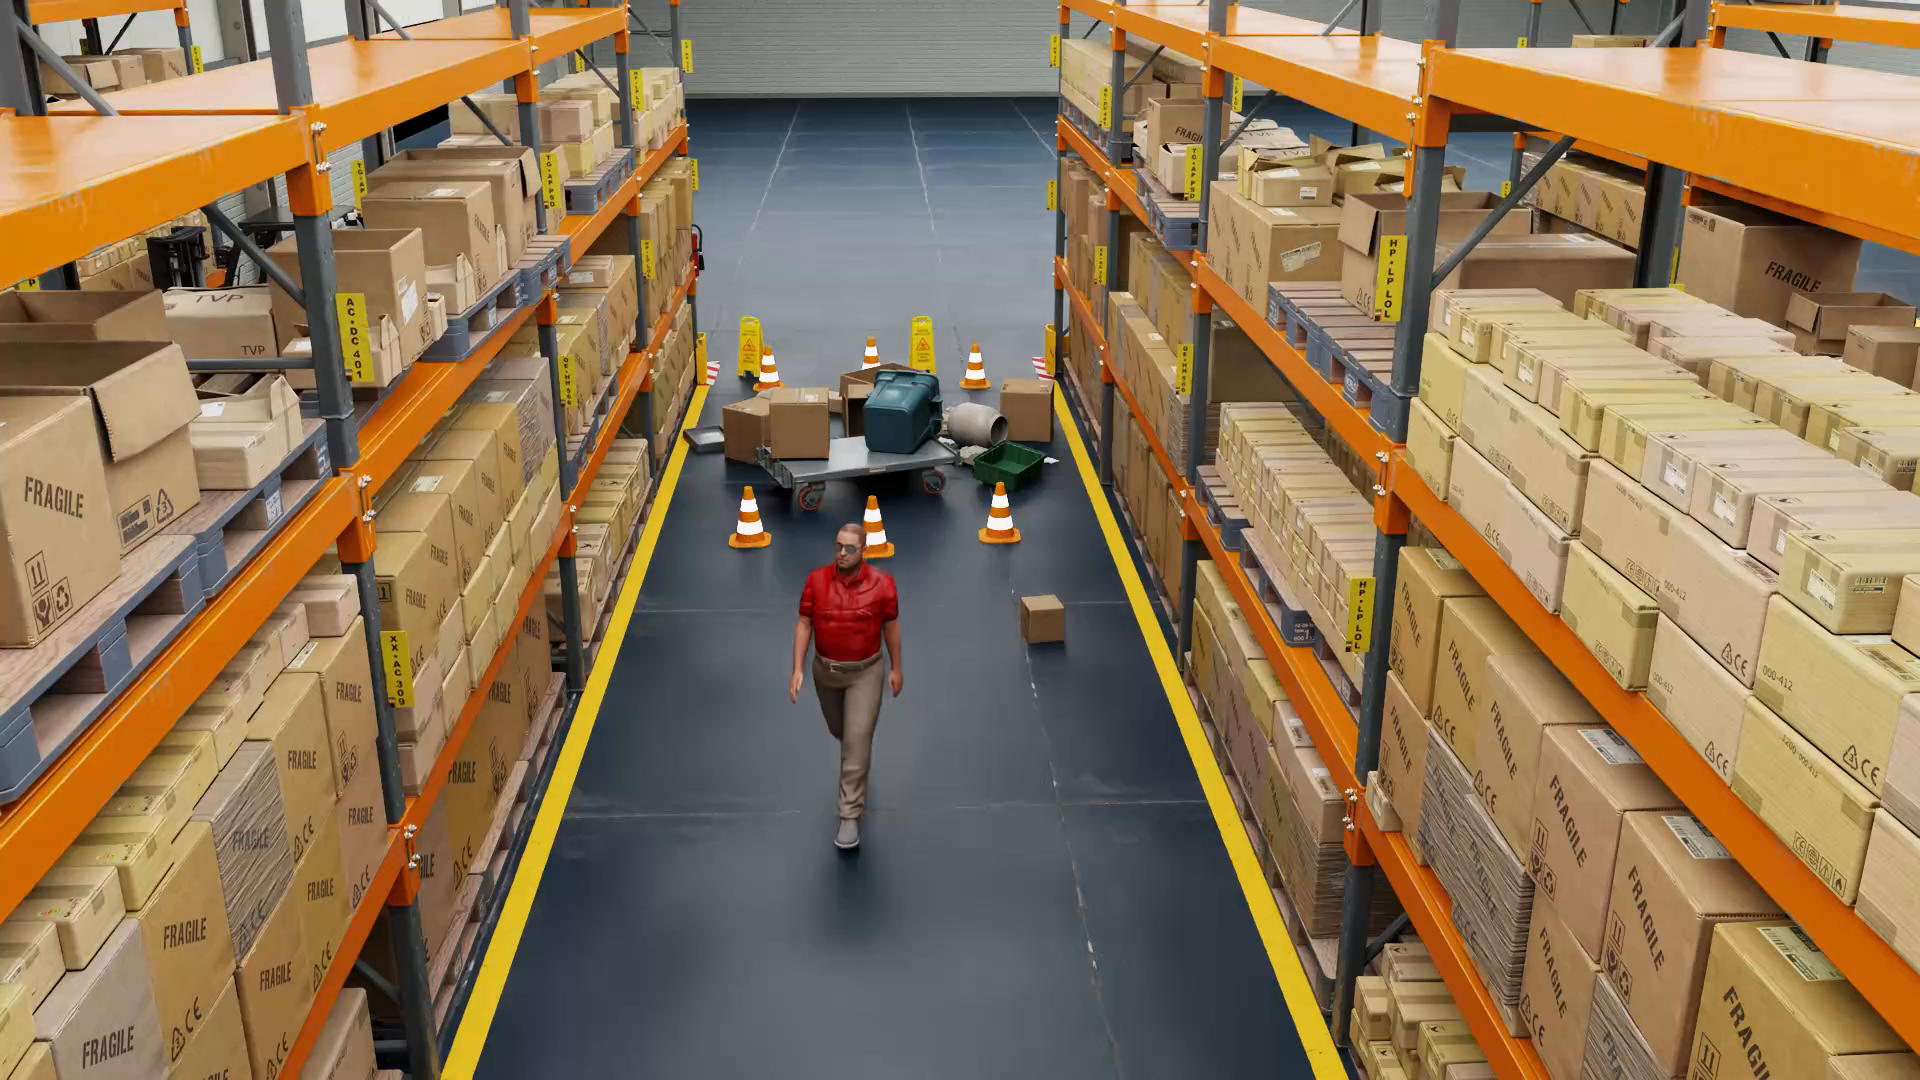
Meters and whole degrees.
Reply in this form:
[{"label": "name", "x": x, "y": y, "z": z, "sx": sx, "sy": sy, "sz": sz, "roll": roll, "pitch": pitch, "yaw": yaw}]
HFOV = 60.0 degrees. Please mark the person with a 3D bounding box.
[{"label": "person", "x": -0.632, "y": 0.724, "z": 9.138, "sx": 0.561, "sy": 1.673, "sz": 1.037, "roll": 5, "pitch": 21, "yaw": 13}]
